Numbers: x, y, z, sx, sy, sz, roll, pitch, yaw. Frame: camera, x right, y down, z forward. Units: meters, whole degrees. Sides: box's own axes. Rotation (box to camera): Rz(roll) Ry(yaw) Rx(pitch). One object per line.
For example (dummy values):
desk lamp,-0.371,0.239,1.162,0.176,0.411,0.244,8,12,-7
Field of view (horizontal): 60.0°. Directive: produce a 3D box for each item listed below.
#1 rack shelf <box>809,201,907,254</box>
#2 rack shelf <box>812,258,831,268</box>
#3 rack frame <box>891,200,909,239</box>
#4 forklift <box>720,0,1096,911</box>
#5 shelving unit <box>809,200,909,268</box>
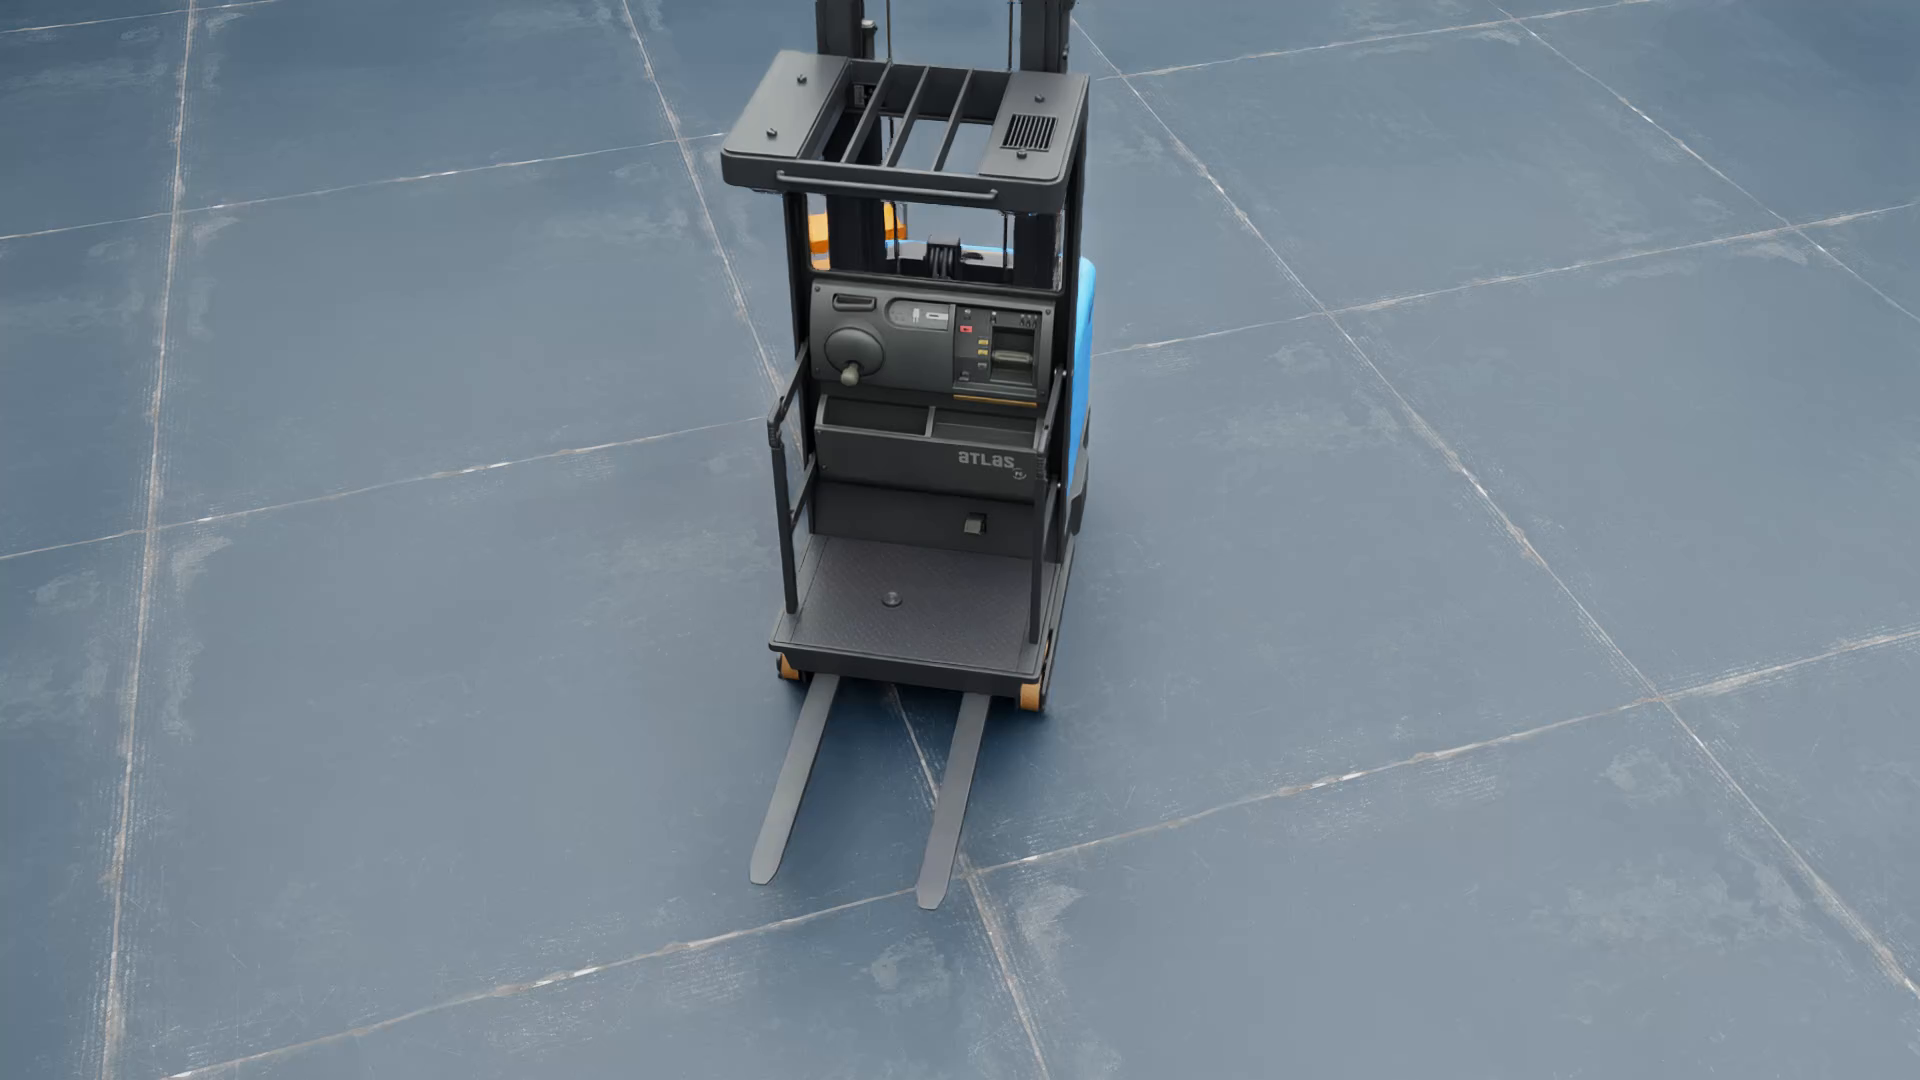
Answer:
rack shelf,-0.511,-1.413,7.700,0.480,0.148,0.258,-12,40,-13
rack shelf,-0.508,-1.229,7.848,0.480,0.148,0.258,-12,40,-13
rack frame,-0.273,-1.155,8.002,0.015,1.200,0.240,-12,40,-13
forklift,-0.146,-0.667,6.136,1.130,2.935,3.031,7,42,8
shelving unit,-0.506,-1.107,7.946,0.503,1.200,0.258,-12,40,-13
